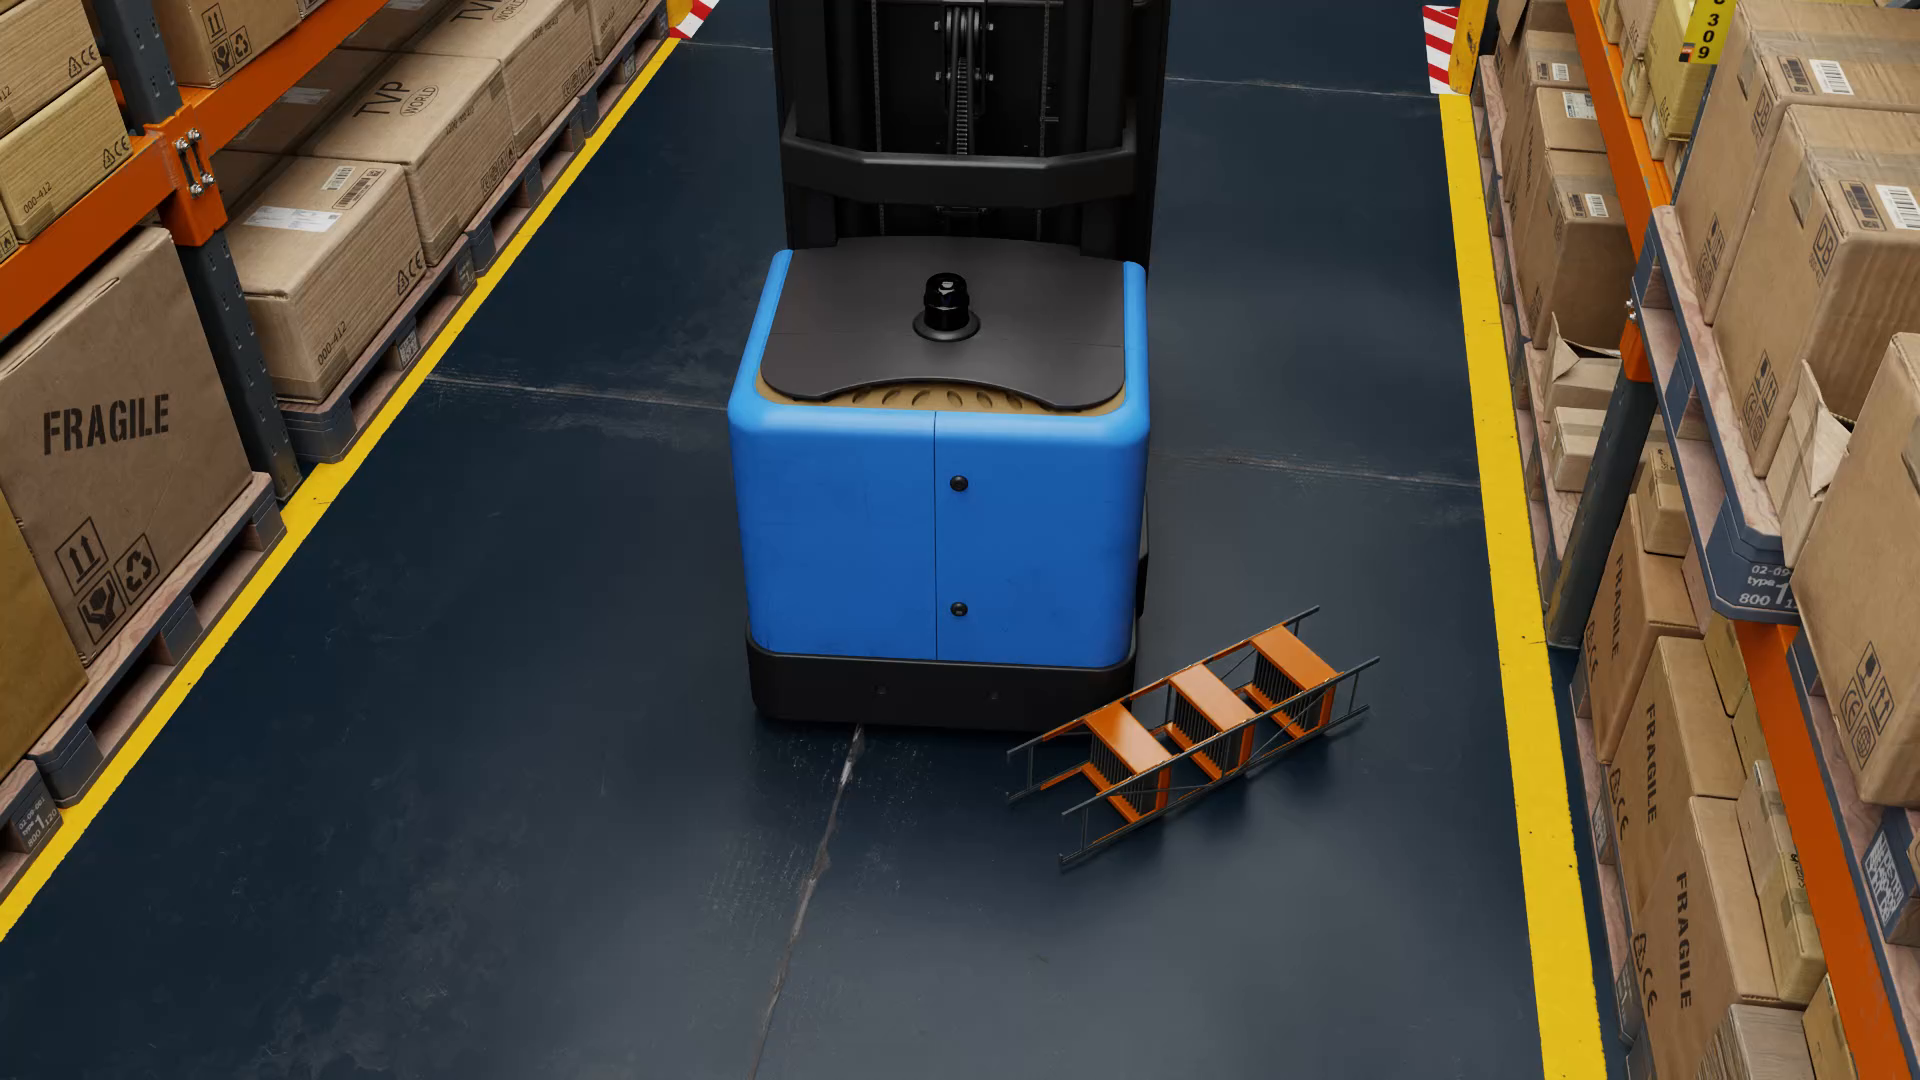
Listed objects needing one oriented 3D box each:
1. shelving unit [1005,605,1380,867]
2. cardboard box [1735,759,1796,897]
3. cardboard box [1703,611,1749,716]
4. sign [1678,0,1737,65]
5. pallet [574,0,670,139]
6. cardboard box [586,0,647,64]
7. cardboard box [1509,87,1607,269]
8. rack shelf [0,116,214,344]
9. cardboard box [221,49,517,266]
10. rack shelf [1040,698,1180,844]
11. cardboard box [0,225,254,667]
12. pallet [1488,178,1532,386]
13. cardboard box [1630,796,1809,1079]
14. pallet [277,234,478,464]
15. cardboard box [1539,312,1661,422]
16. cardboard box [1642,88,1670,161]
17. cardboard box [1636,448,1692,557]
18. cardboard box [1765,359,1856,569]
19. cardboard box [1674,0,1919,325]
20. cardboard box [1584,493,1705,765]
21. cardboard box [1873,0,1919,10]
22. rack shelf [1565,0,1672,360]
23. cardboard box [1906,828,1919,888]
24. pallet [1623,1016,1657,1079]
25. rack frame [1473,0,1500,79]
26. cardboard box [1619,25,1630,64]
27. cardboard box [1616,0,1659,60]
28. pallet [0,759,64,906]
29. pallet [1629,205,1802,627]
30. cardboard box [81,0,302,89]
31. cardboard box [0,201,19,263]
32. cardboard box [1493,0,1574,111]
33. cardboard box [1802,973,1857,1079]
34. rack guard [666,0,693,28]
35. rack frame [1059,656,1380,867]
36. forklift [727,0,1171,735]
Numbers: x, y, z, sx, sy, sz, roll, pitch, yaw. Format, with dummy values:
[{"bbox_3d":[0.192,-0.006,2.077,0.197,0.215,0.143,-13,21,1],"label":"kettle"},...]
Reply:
[{"bbox_3d":[0.630,0.506,4.445,1.050,0.215,0.252,-22,44,-24],"label":"shelving unit"},{"bbox_3d":[1.778,0.595,3.299,0.380,0.149,0.250,6,40,8],"label":"cardboard box"},{"bbox_3d":[1.893,0.269,3.693,0.380,0.149,0.250,4,40,5],"label":"cardboard box"},{"bbox_3d":[1.686,-1.212,3.682,0.100,0.325,0.005,6,40,8],"label":"sign"},{"bbox_3d":[-2.037,-2.293,7.858,1.003,0.211,1.213,6,40,8],"label":"pallet"},{"bbox_3d":[-1.991,-2.627,7.755,0.875,0.438,0.875,5,40,6],"label":"cardboard box"},{"bbox_3d":[2.338,-1.305,6.107,0.500,0.500,0.500,7,40,8],"label":"cardboard box"},{"bbox_3d":[-3.014,0.165,3.261,1.077,0.370,4.000,6,40,8],"label":"rack shelf"},{"bbox_3d":[-2.299,-1.486,6.375,0.875,0.438,0.875,5,40,6],"label":"cardboard box"},{"bbox_3d":[0.387,0.604,4.327,0.259,0.215,0.240,-22,44,-24],"label":"rack shelf"},{"bbox_3d":[-2.696,-0.313,4.612,0.875,0.875,0.875,8,40,9],"label":"cardboard box"},{"bbox_3d":[2.550,-0.947,6.230,1.003,0.211,1.213,6,40,8],"label":"pallet"},{"bbox_3d":[1.743,0.905,3.433,0.500,0.500,0.500,5,40,6],"label":"cardboard box"},{"bbox_3d":[-2.459,-0.762,6.006,1.003,0.211,1.213,6,40,8],"label":"pallet"},{"bbox_3d":[2.090,-0.537,5.362,0.396,0.266,0.258,8,40,9],"label":"cardboard box"},{"bbox_3d":[2.052,-1.120,4.447,0.380,0.149,0.250,7,40,9],"label":"cardboard box"},{"bbox_3d":[1.897,-0.076,4.110,0.380,0.149,0.250,8,40,10],"label":"cardboard box"},{"bbox_3d":[1.603,-0.103,2.797,0.396,0.266,0.258,8,40,10],"label":"cardboard box"},{"bbox_3d":[1.918,-0.744,3.388,0.700,0.500,0.500,7,40,9],"label":"cardboard box"},{"bbox_3d":[1.916,0.257,4.217,0.500,0.500,0.500,8,40,10],"label":"cardboard box"},{"bbox_3d":[2.573,-1.161,4.184,0.500,0.250,0.500,6,40,7],"label":"cardboard box"},{"bbox_3d":[2.568,-1.801,5.639,1.077,0.370,4.000,6,40,8],"label":"rack shelf"},{"bbox_3d":[1.630,0.441,1.952,0.797,0.503,0.637,6,40,7],"label":"cardboard box"},{"bbox_3d":[1.909,1.534,3.229,1.003,0.211,1.213,6,40,8],"label":"pallet"},{"bbox_3d":[2.914,-3.333,6.927,1.000,3.000,0.127,6,40,8],"label":"rack frame"},{"bbox_3d":[2.145,-1.447,4.844,0.380,0.149,0.250,7,40,9],"label":"cardboard box"},{"bbox_3d":[2.142,-1.542,4.646,0.500,0.250,0.500,7,40,8],"label":"cardboard box"},{"bbox_3d":[-2.936,0.967,3.914,1.003,0.211,1.213,6,40,8],"label":"pallet"},{"bbox_3d":[1.976,-0.259,3.360,1.003,0.211,1.213,6,40,8],"label":"pallet"},{"bbox_3d":[-2.329,-1.672,4.840,0.500,0.500,0.500,8,40,9],"label":"cardboard box"},{"bbox_3d":[-2.586,-0.681,3.838,0.500,0.250,0.500,6,40,7],"label":"cardboard box"},{"bbox_3d":[2.715,-2.160,7.137,0.797,0.503,0.637,5,40,6],"label":"cardboard box"},{"bbox_3d":[1.715,0.923,2.902,0.380,0.149,0.250,7,40,8],"label":"cardboard box"},{"bbox_3d":[-1.972,-2.930,8.401,1.175,0.500,0.348,6,40,8],"label":"rack guard"},{"bbox_3d":[0.696,0.572,4.366,1.050,0.200,0.008,-22,44,-24],"label":"rack frame"},{"bbox_3d":[0.043,-1.527,4.797,1.130,2.935,3.031,3,40,3],"label":"forklift"}]
